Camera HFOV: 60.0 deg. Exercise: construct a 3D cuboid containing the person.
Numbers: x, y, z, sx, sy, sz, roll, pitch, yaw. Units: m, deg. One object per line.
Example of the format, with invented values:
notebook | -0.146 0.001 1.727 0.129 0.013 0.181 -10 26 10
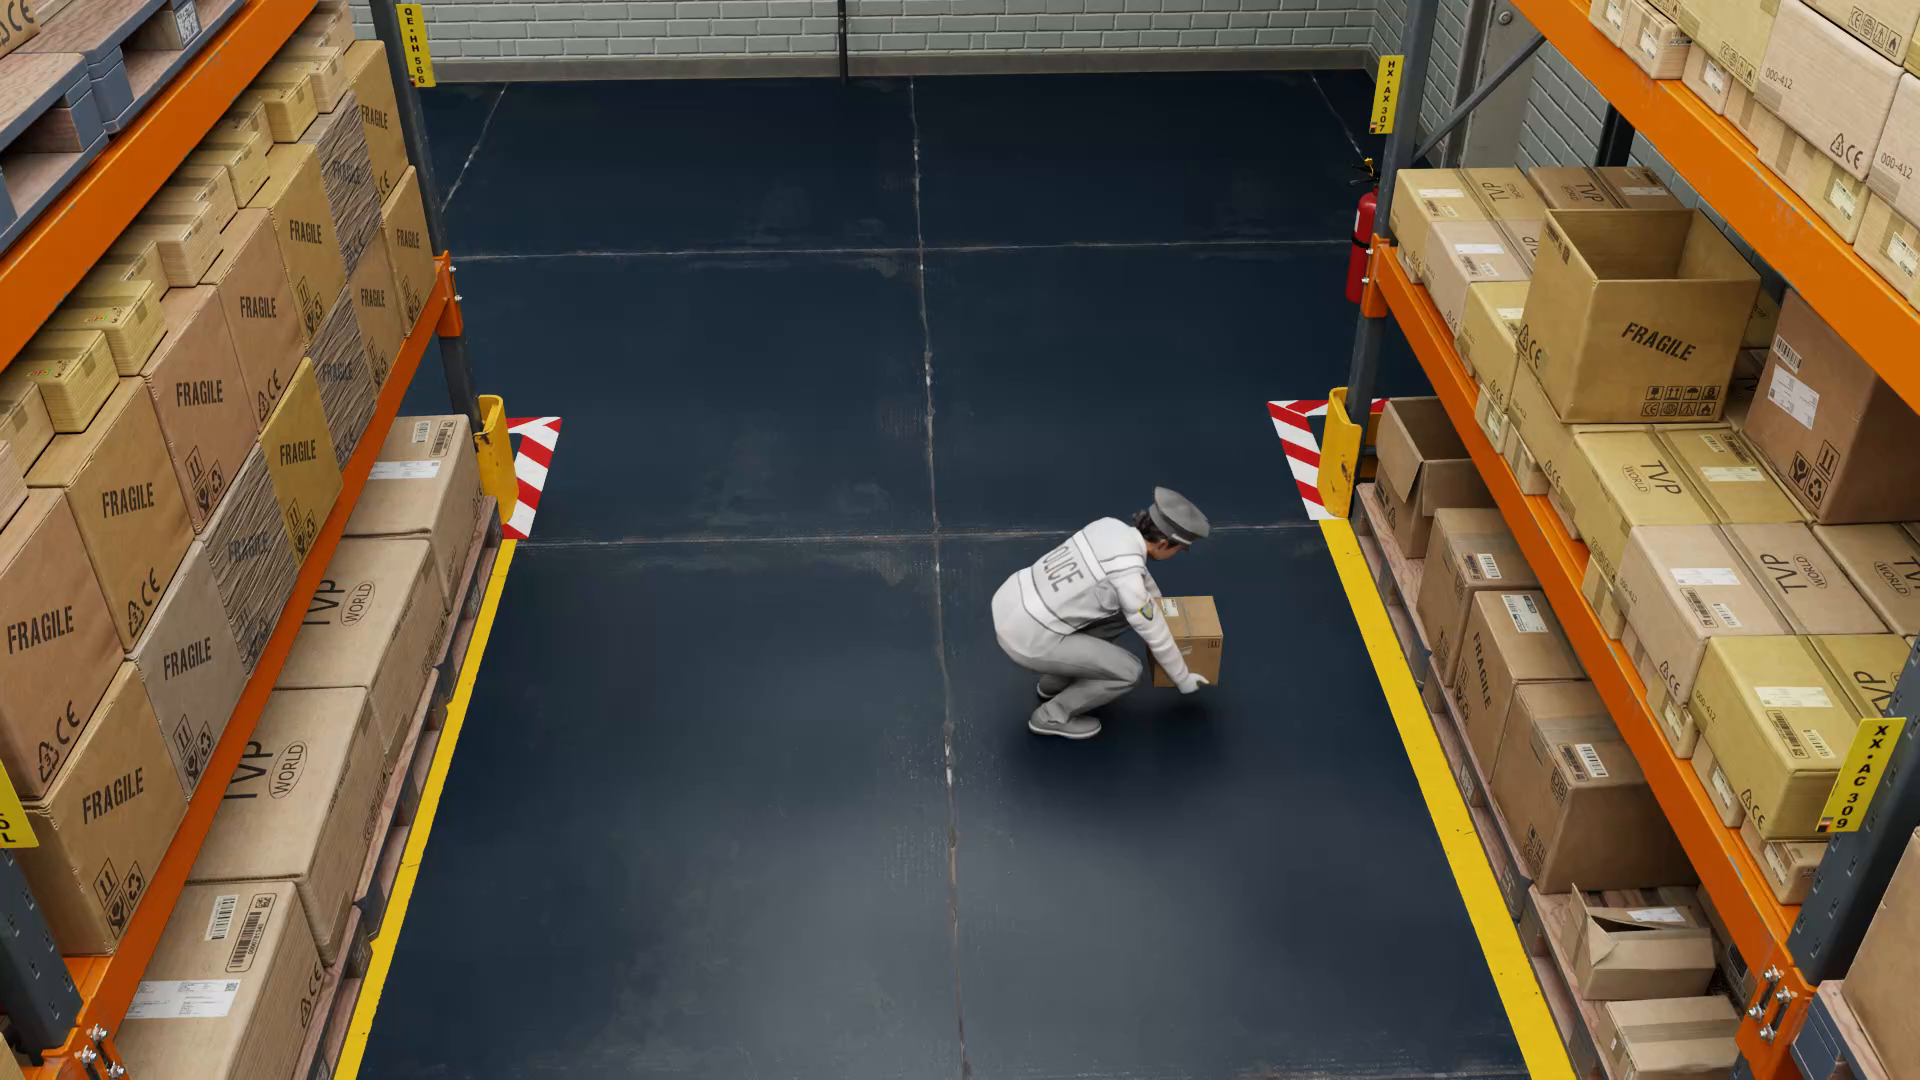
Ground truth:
person | 0.540 0.272 6.362 0.836 0.985 0.465 -2 36 -3
